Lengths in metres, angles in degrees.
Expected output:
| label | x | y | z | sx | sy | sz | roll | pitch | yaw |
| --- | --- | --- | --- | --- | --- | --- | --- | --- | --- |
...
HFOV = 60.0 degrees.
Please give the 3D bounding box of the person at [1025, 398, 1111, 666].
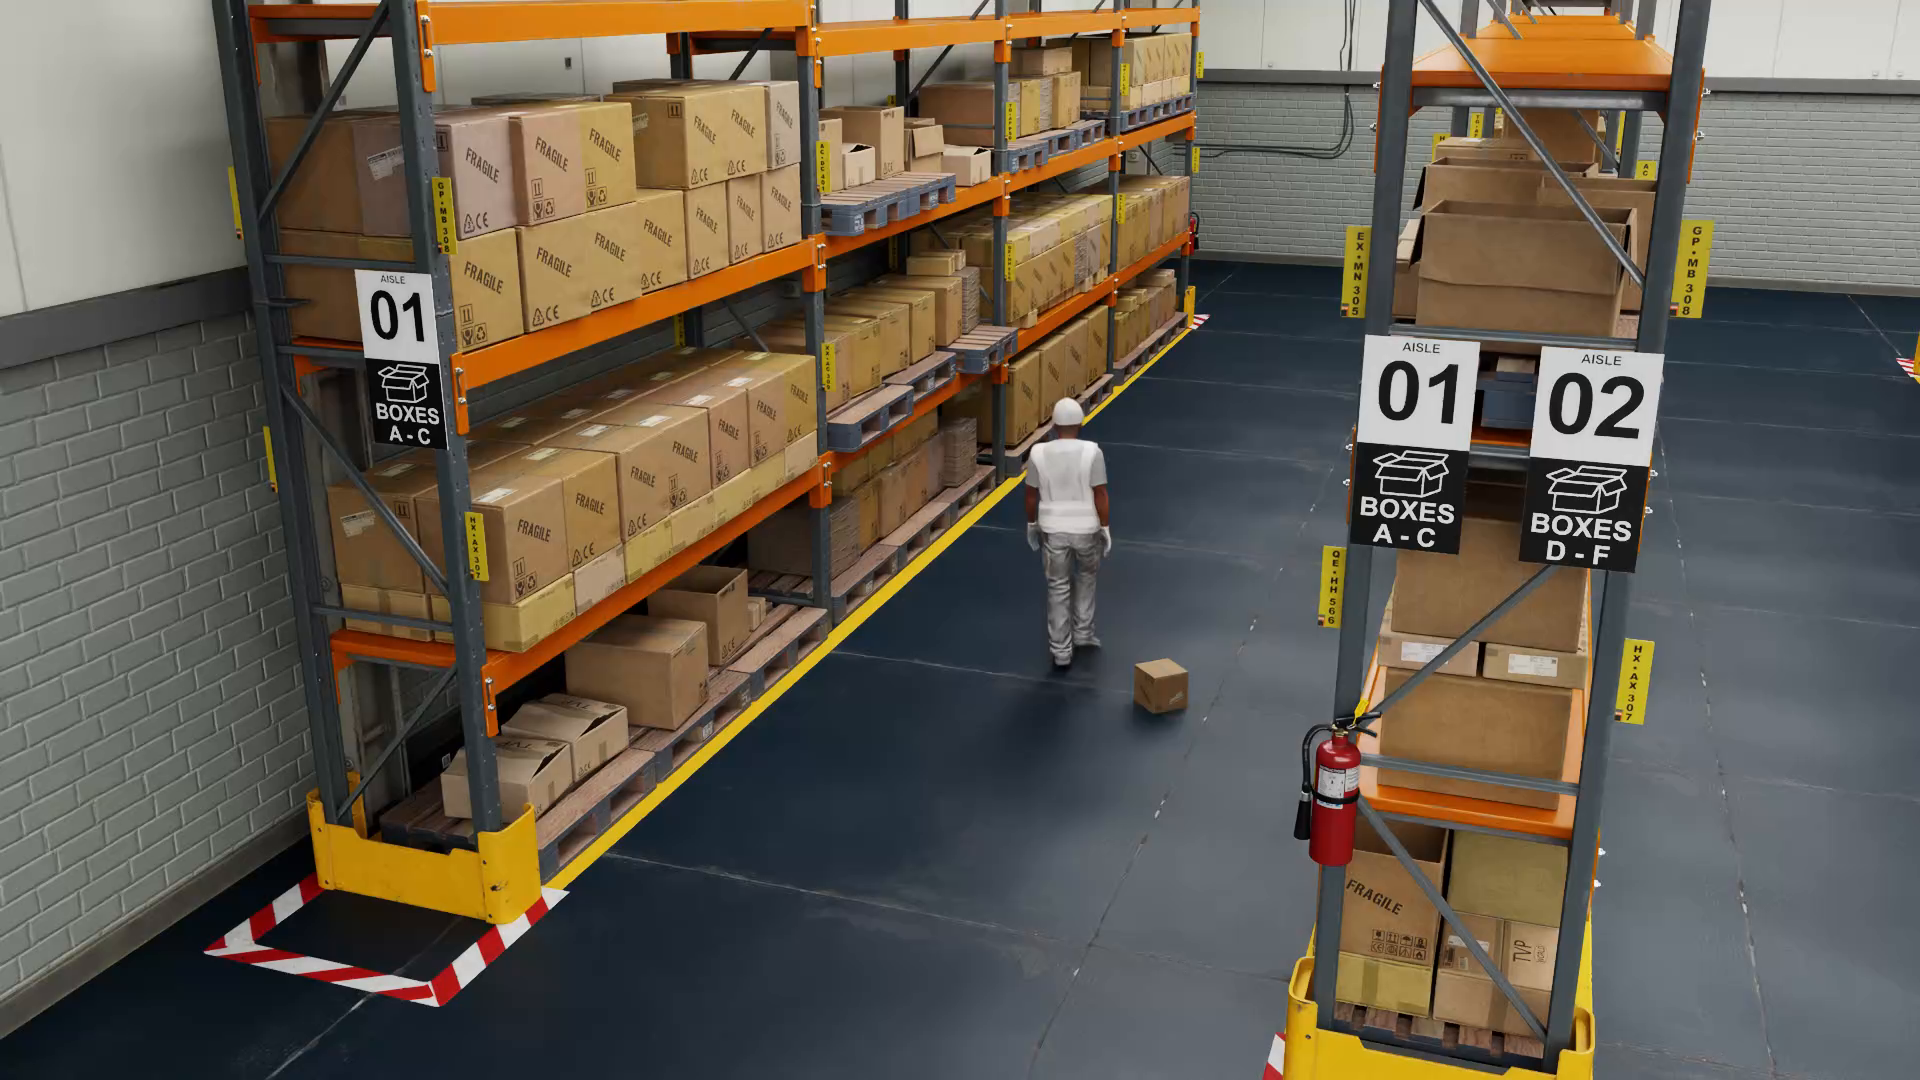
| label | x | y | z | sx | sy | sz | roll | pitch | yaw |
| --- | --- | --- | --- | --- | --- | --- | --- | --- | --- |
| person | 0.725 | -0.045 | 11.195 | 0.592 | 1.812 | 0.602 | 2 | 19 | 5 |
